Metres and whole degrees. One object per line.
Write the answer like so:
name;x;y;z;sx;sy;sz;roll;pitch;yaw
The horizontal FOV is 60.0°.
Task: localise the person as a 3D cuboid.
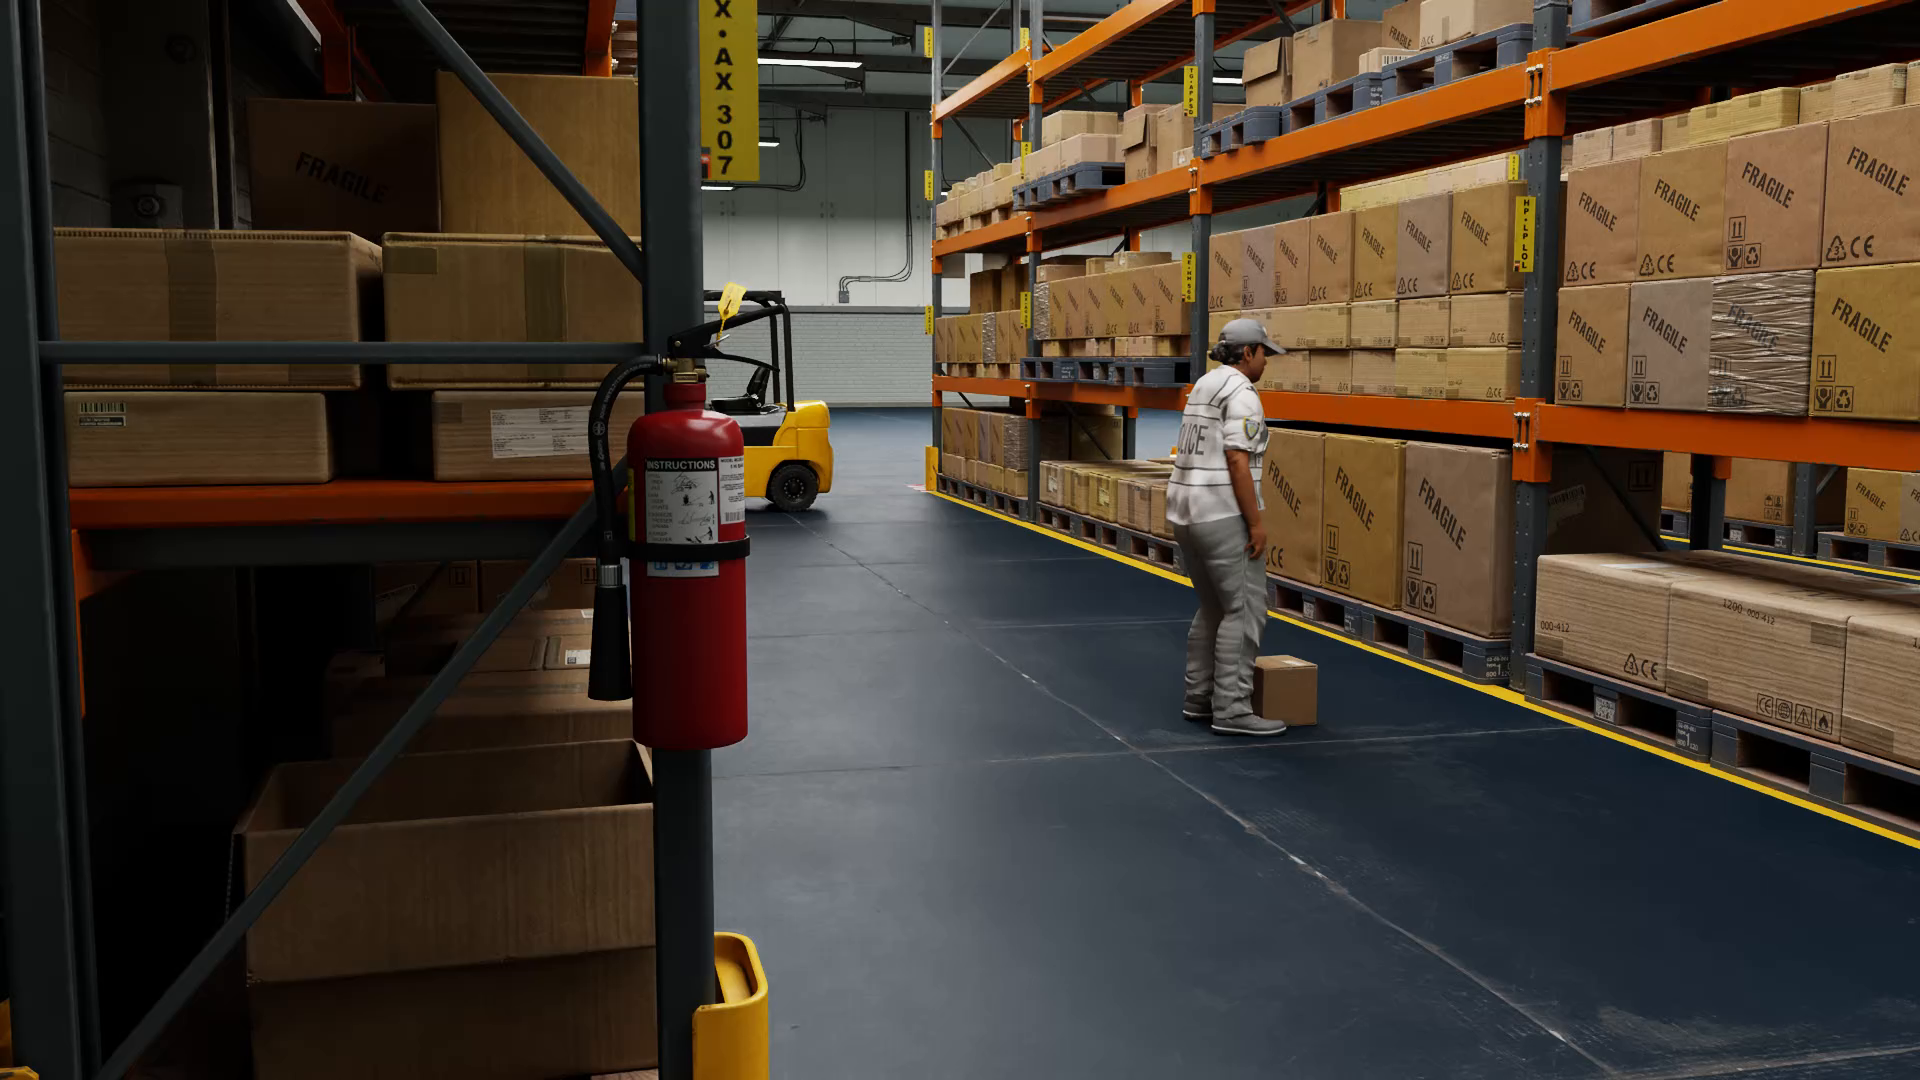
person;1.108;-0.068;6.778;0.454;1.666;0.541;-2;6;-14
